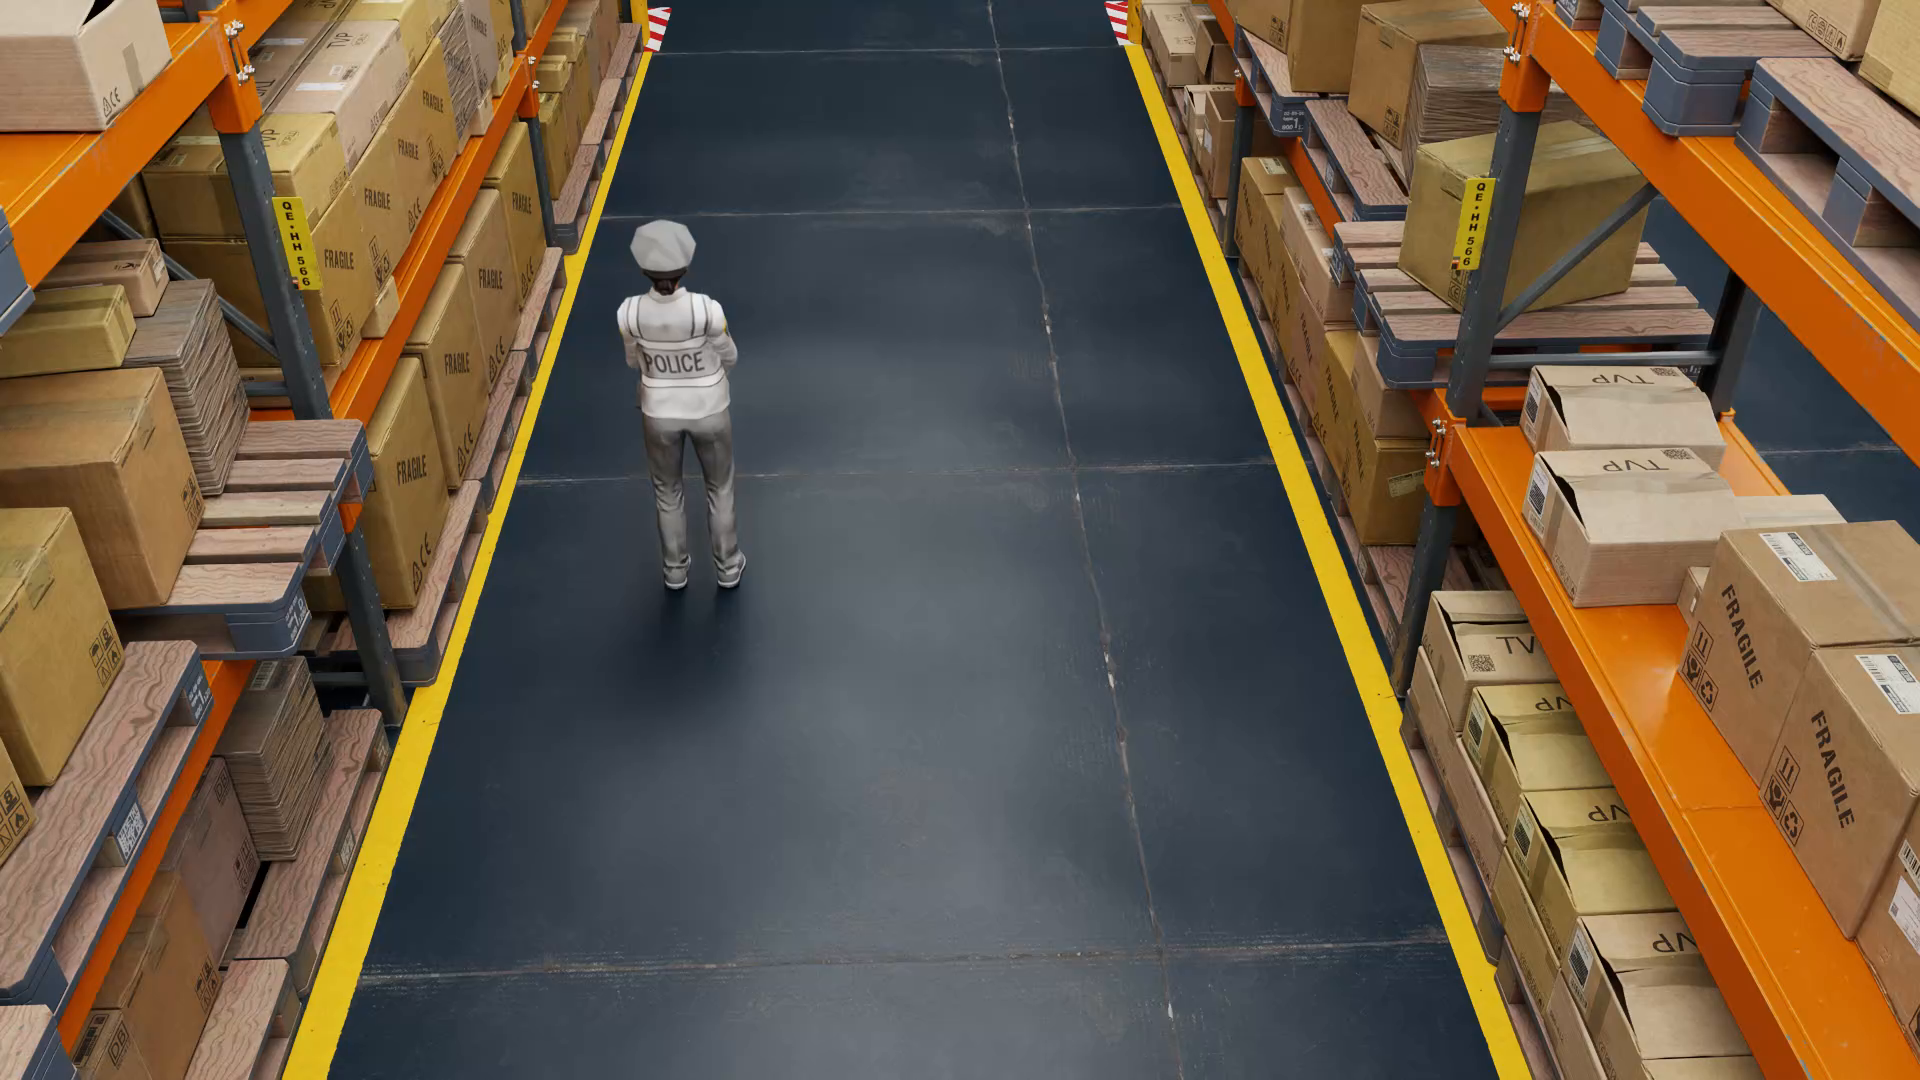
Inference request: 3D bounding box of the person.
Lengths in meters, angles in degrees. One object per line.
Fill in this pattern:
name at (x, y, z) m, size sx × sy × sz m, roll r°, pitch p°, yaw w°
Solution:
person at (-1.137, -0.569, 6.932) m, size 0.459 × 1.685 × 0.532 m, roll -1°, pitch 35°, yaw -2°
